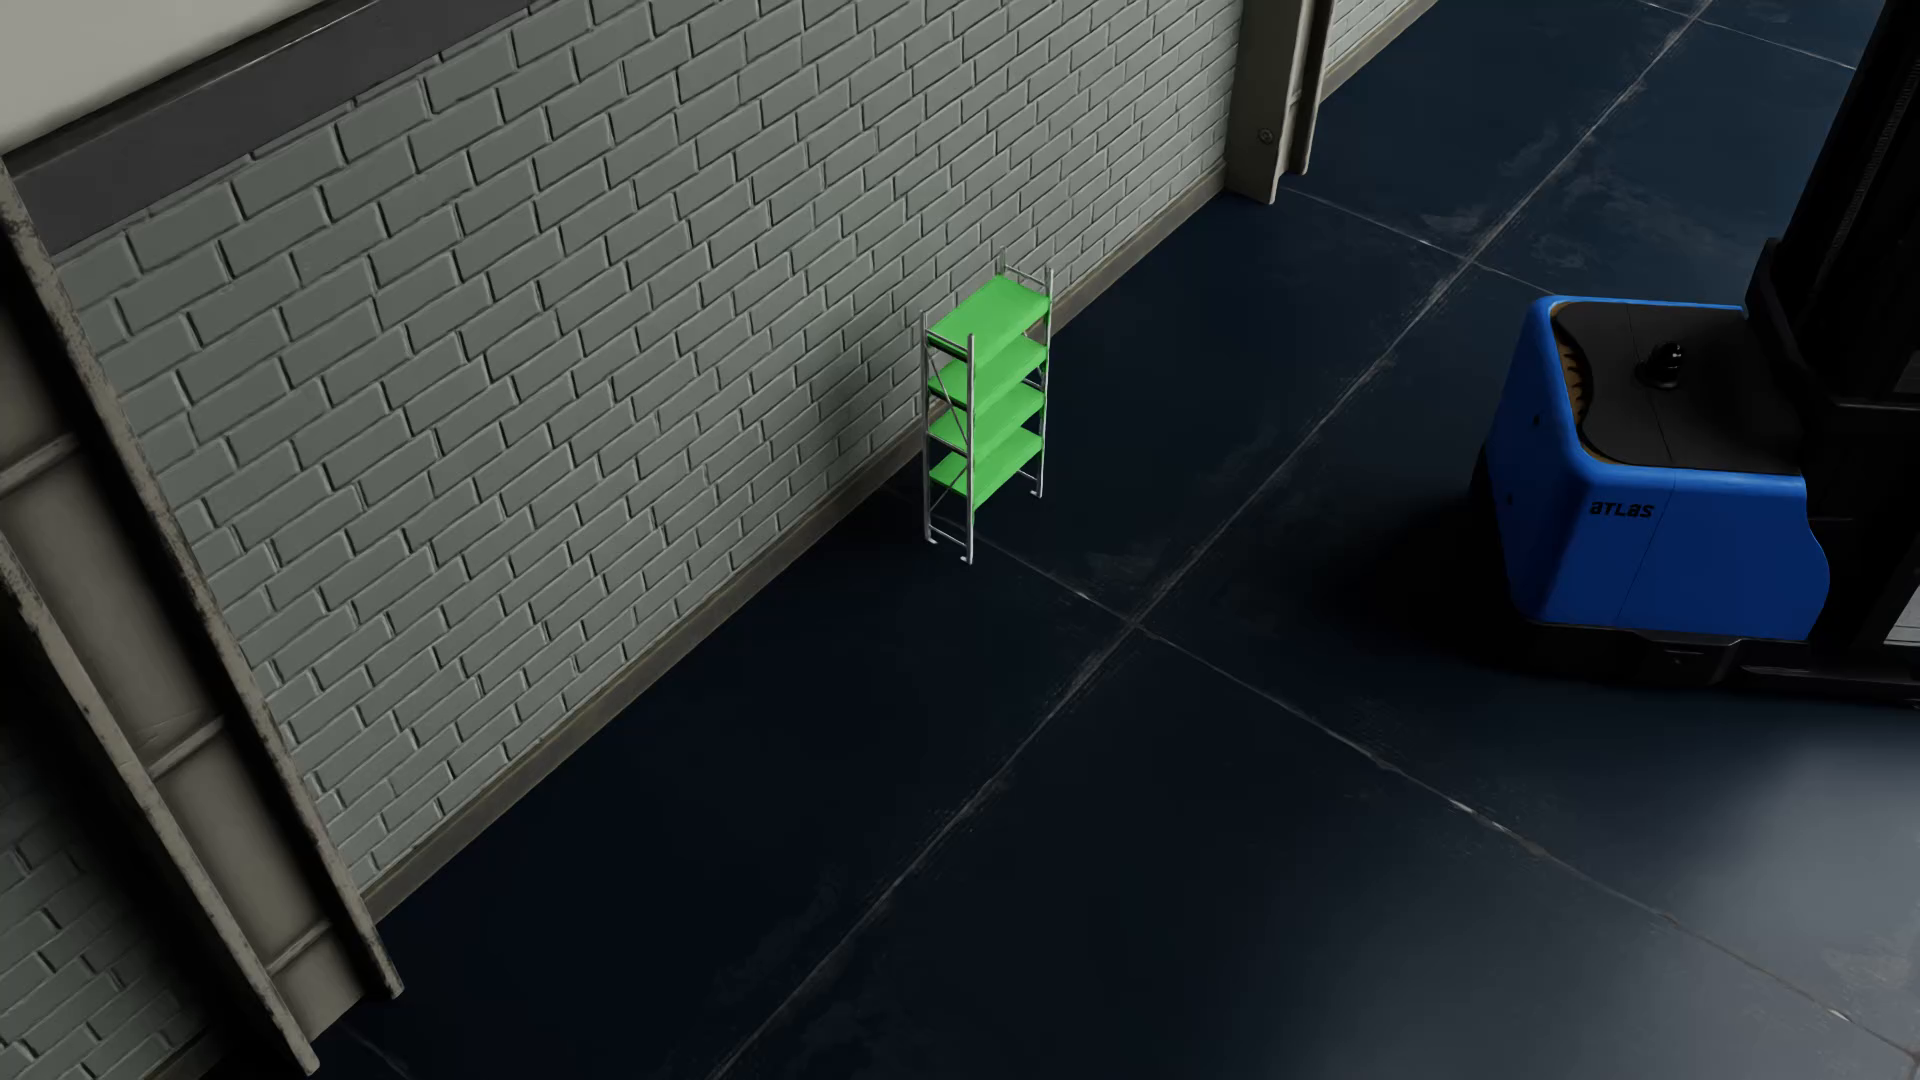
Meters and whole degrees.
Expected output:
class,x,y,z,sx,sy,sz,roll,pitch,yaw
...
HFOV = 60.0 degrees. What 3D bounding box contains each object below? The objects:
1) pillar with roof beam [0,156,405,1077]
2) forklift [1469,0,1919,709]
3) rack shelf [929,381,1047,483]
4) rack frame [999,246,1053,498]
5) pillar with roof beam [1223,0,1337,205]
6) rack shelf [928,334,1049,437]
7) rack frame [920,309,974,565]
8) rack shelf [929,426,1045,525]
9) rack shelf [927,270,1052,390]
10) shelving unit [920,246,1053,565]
class,x,y,z,sx,sy,sz,roll,pitch,yaw
pillar with roof beam,1.331,0.323,0.383,9.100,9.000,0.400,29,53,25
forklift,3.614,-0.762,5.616,3.031,2.935,1.130,4,46,4
rack shelf,0.101,-0.465,6.618,0.258,0.148,0.480,29,53,25
rack frame,0.250,-0.649,6.705,0.240,1.200,0.015,29,53,25
pillar with roof beam,5.000,-3.110,3.663,9.100,9.000,0.400,29,53,25
rack shelf,0.101,-0.631,6.444,0.258,0.148,0.480,29,53,25
rack frame,-0.048,-0.370,6.438,0.240,1.200,0.015,29,53,25
rack shelf,0.101,-0.299,6.791,0.258,0.148,0.480,29,53,25
rack shelf,0.101,-0.797,6.270,0.258,0.148,0.480,29,53,25
shelving unit,0.101,-0.509,6.571,0.258,1.200,0.503,29,53,25
